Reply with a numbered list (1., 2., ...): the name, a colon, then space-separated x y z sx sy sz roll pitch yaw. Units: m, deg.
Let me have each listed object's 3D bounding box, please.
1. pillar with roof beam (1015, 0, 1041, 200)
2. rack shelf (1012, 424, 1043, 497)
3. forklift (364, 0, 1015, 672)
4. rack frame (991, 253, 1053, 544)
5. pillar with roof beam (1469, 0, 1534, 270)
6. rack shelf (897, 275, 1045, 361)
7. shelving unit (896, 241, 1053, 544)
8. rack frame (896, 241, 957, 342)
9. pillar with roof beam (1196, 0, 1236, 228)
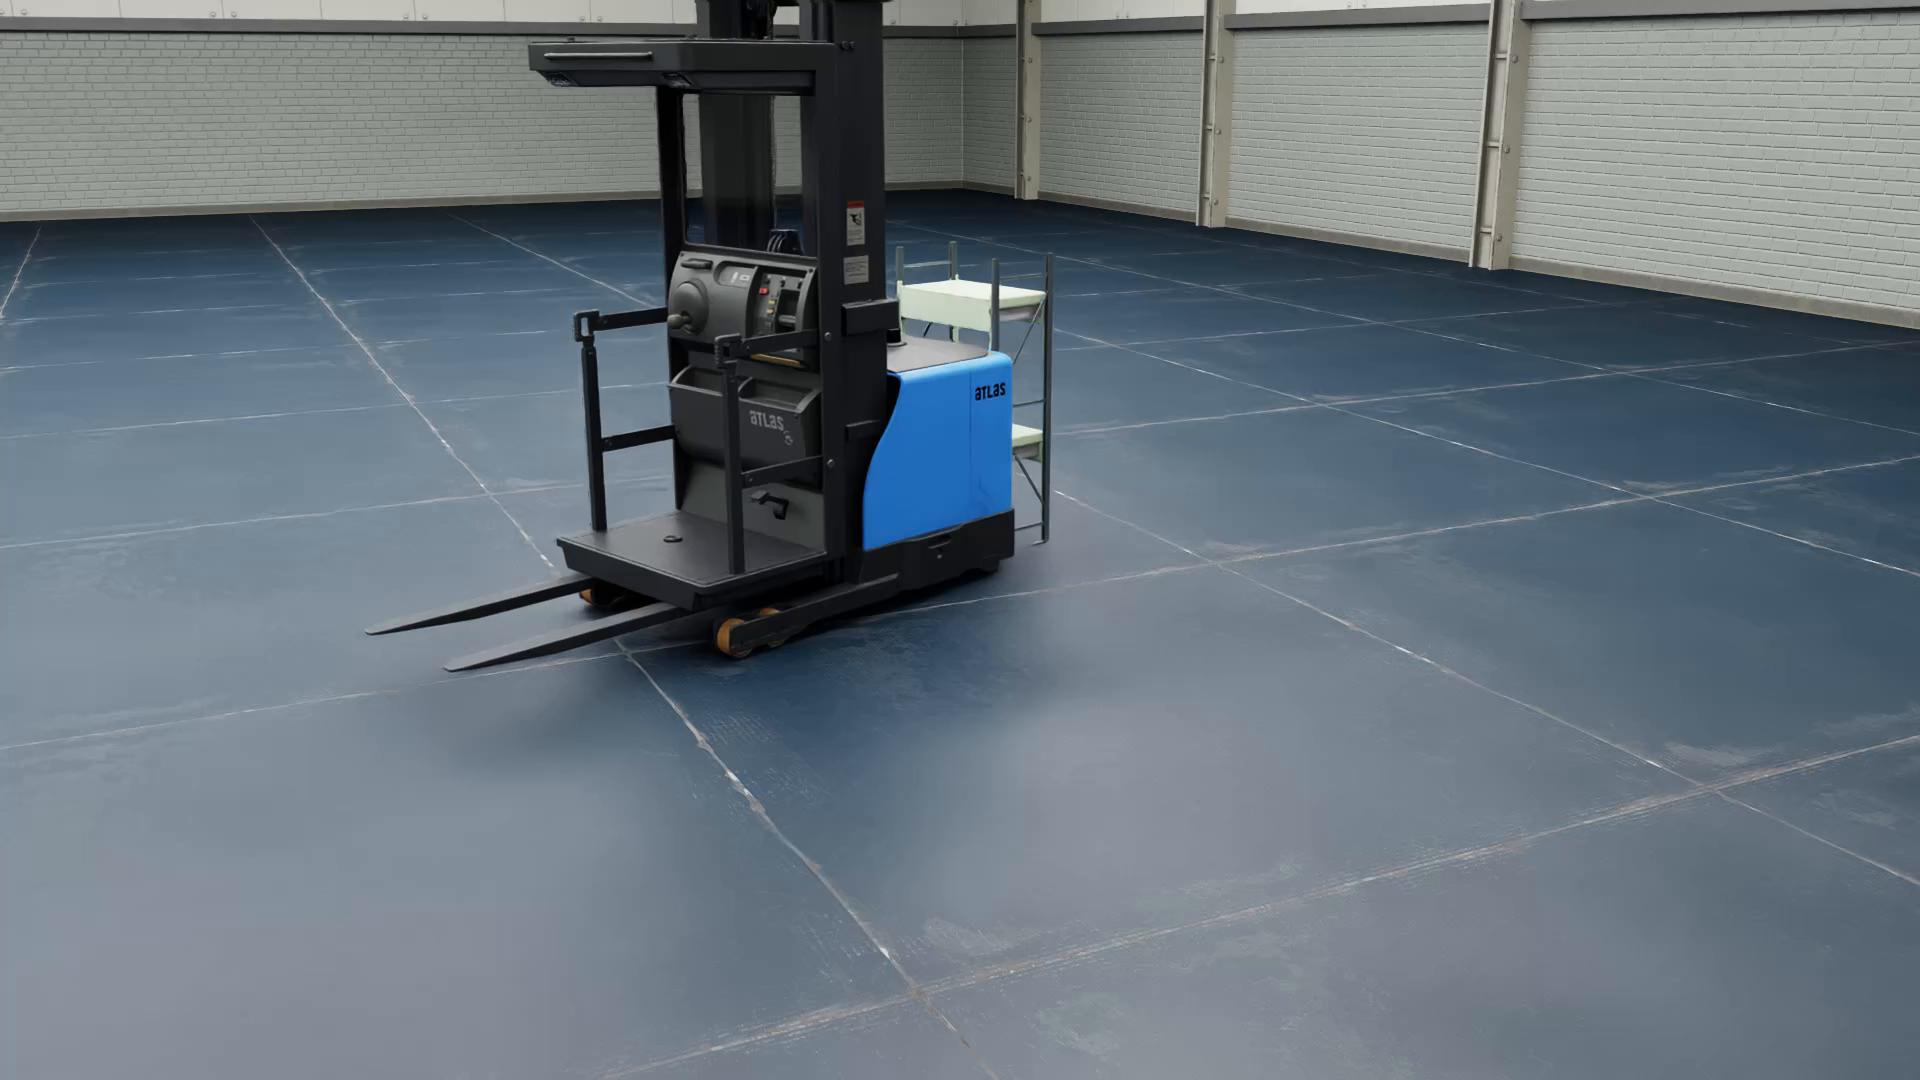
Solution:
1. pillar with roof beam: -2.633 -10.124 27.715 9.100 9.000 0.400 -8 18 -25
2. rack shelf: 0.068 -0.442 8.752 0.431 0.370 0.720 -14 21 -40
3. forklift: -1.109 -1.070 7.165 1.130 2.935 3.031 15 22 41
4. rack frame: 0.310 -0.679 8.399 0.400 1.500 0.023 -14 21 -40
5. pillar with roof beam: 2.624 -7.148 17.346 9.100 9.000 0.400 -8 18 -25
6. rack shelf: 0.068 -1.130 8.555 0.431 0.370 0.720 -14 21 -40
7. shelving unit: 0.068 -0.755 8.662 0.431 1.500 0.755 -14 21 -40
8. rack frame: -0.175 -0.831 8.926 0.400 1.500 0.023 -14 21 -40
9. pillar with roof beam: -0.005 -8.636 22.530 9.100 9.000 0.400 -8 18 -25
